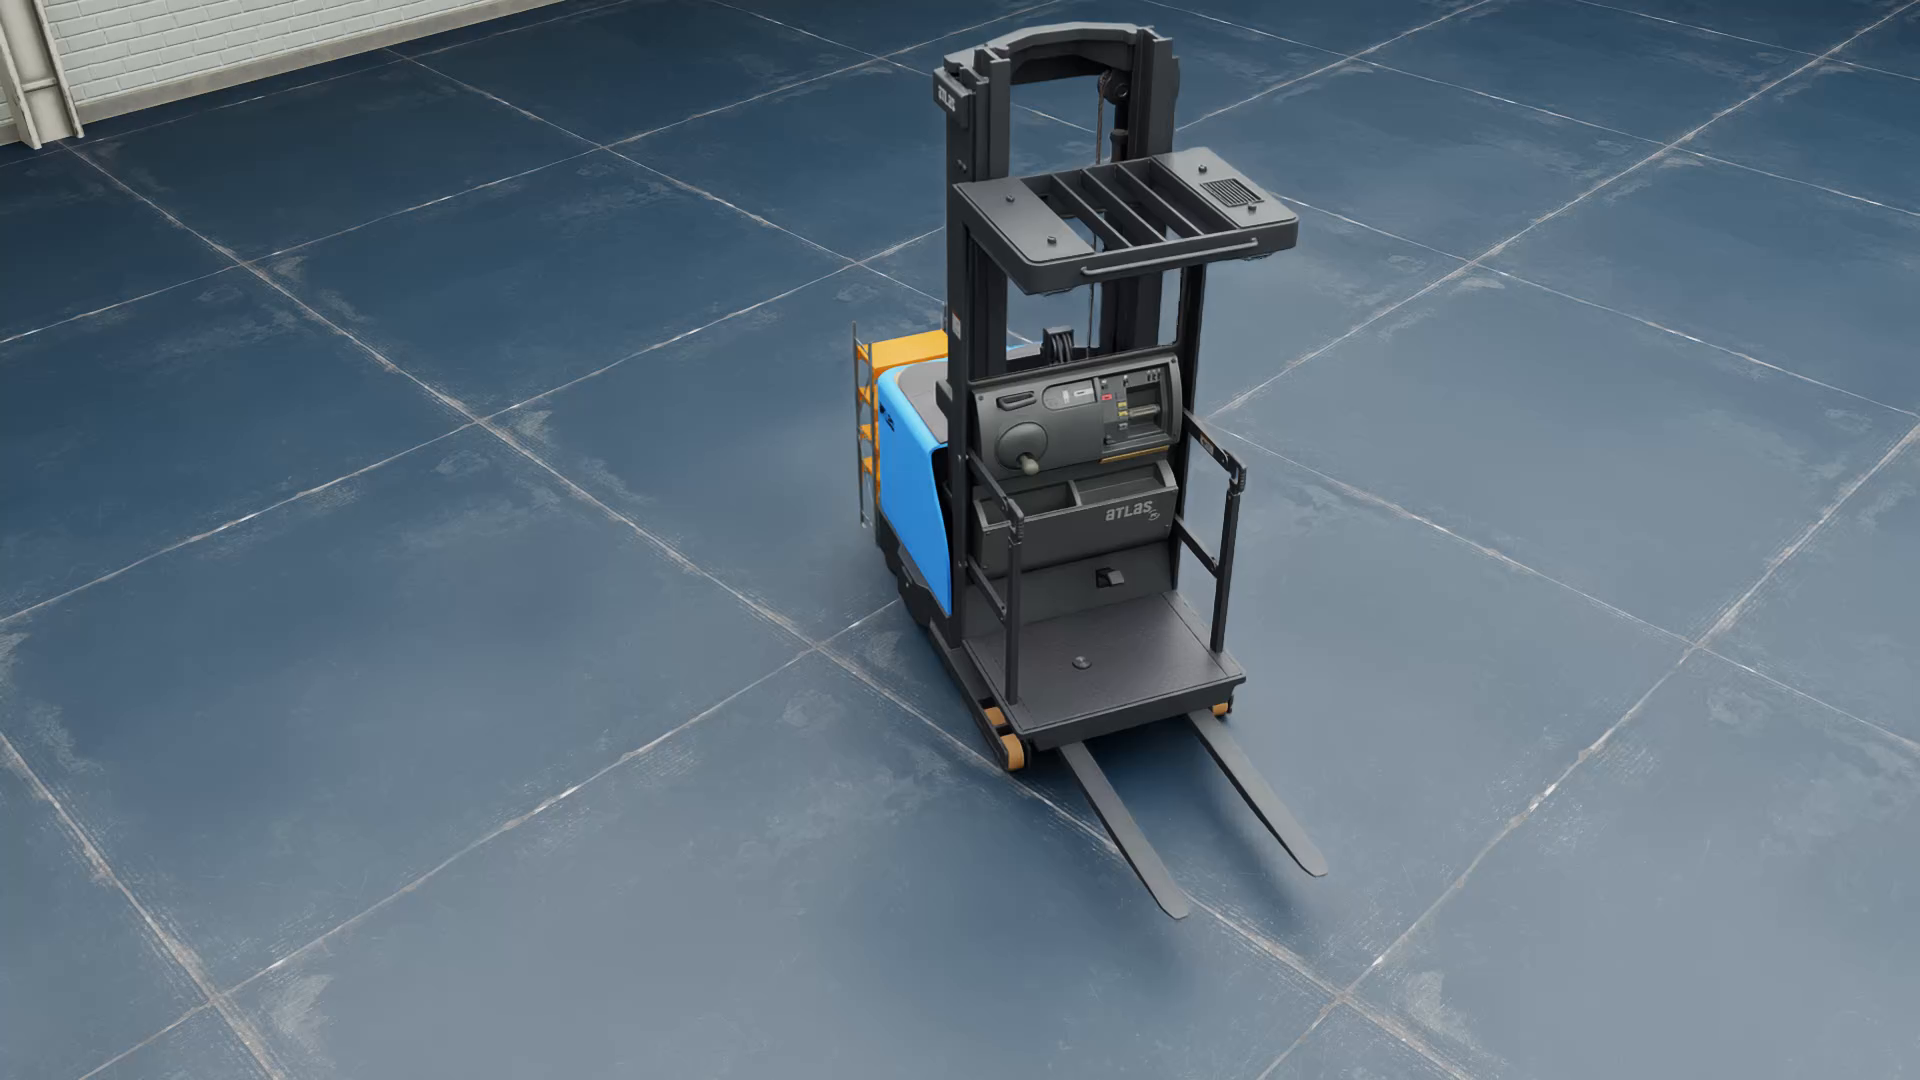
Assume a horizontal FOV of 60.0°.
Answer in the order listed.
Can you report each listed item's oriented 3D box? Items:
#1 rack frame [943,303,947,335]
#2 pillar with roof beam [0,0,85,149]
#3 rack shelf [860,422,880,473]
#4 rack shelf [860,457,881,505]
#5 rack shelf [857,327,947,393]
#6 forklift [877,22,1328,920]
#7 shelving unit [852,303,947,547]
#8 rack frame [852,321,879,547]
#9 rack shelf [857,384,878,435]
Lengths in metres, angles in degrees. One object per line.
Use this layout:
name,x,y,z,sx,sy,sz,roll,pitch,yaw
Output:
rack frame,-0.031,-0.633,8.599,0.015,1.200,0.240,-14,37,-19
pillar with roof beam,-4.249,-5.193,8.321,9.100,9.000,0.400,30,45,35
rack shelf,-0.255,-0.522,8.557,0.480,0.148,0.258,-14,37,-19
rack shelf,-0.255,-0.359,8.671,0.480,0.148,0.258,-14,37,-19
rack shelf,-0.255,-0.899,8.294,0.480,0.148,0.258,-14,37,-19
forklift,0.585,-0.460,6.838,1.130,2.935,3.031,-12,37,-17
shelving unit,-0.255,-0.577,8.519,0.503,1.200,0.258,-14,37,-19
rack frame,-0.478,-0.521,8.439,0.015,1.200,0.240,-14,37,-19
rack shelf,-0.255,-0.705,8.429,0.480,0.148,0.258,-14,37,-19
